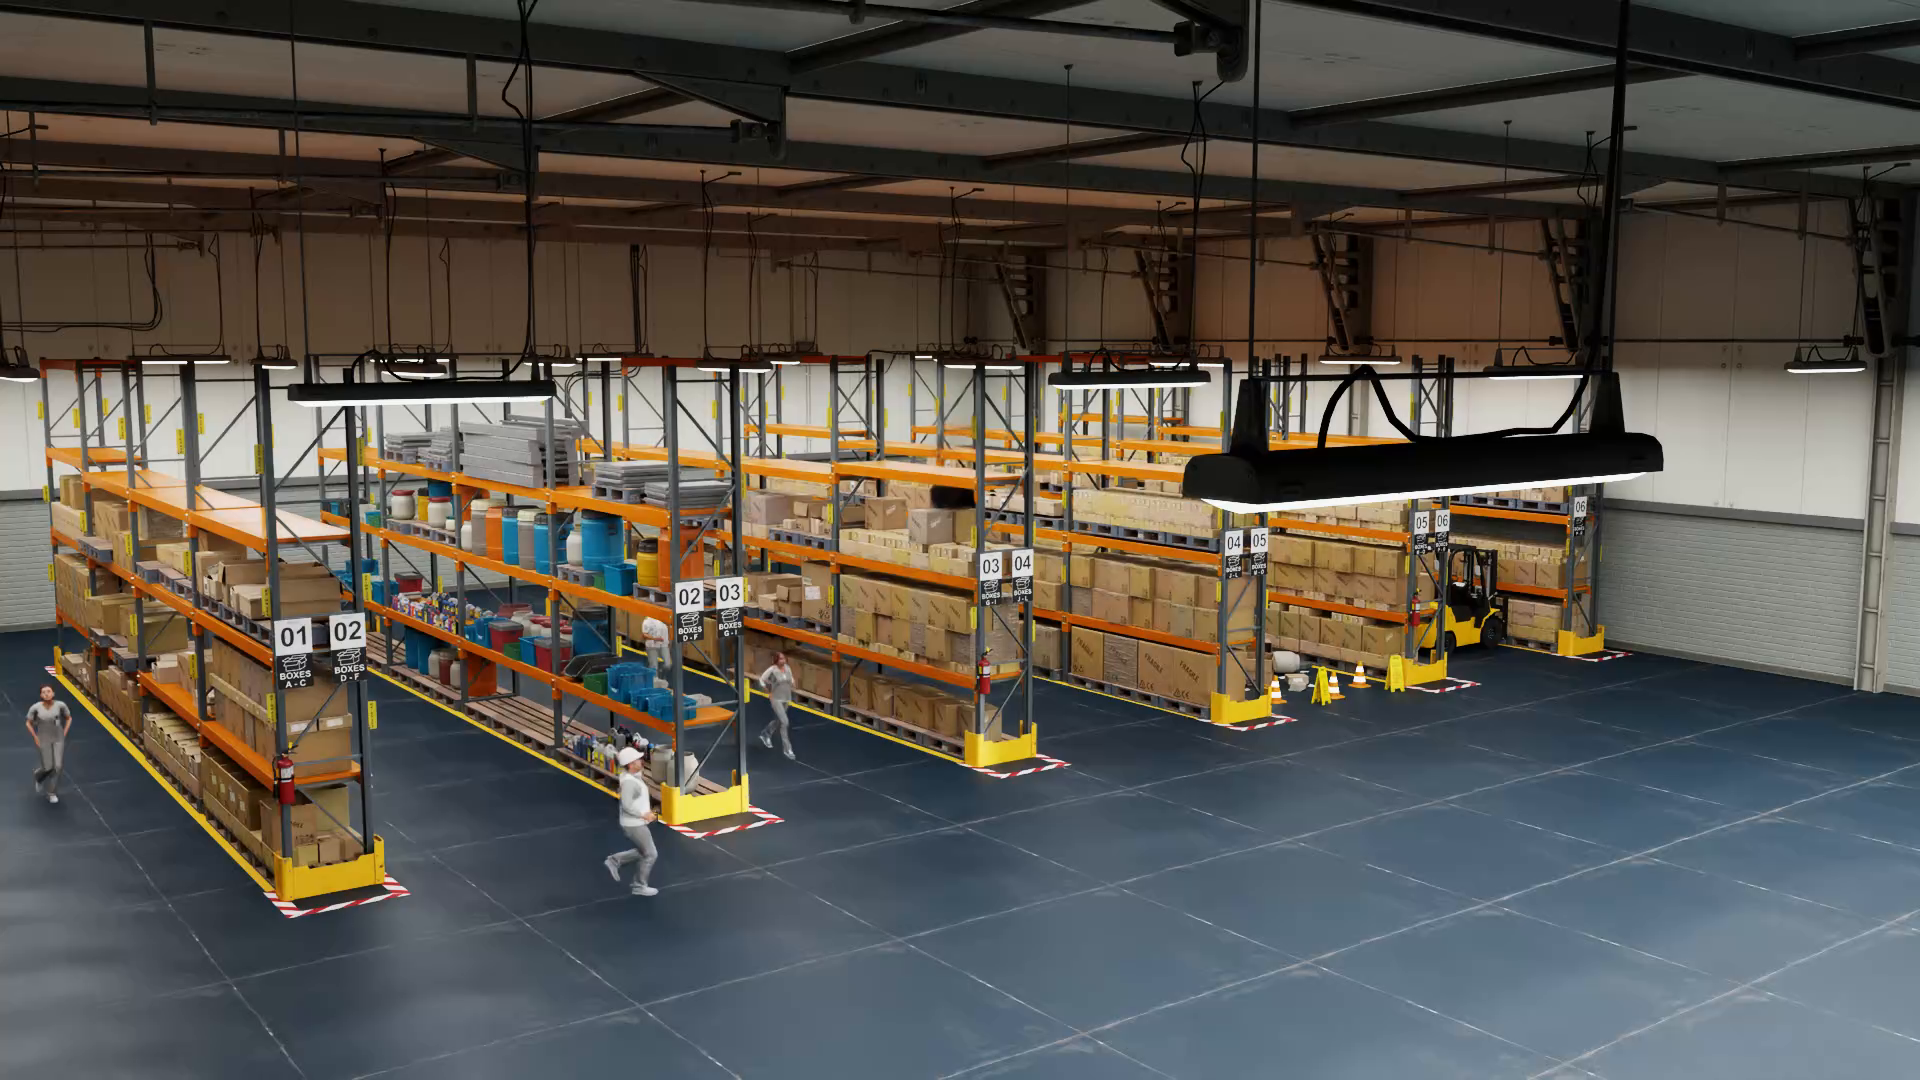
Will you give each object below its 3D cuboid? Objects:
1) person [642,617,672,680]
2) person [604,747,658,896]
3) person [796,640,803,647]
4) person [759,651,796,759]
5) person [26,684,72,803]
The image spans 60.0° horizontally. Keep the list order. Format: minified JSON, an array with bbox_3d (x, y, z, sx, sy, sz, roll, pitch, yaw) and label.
[{"bbox_3d":[-5.414,1.932,29.925,0.592,1.629,0.577,-5,8,-35],"label":"person"},{"bbox_3d":[-3.761,3.216,18.948,0.599,1.734,0.660,-2,7,-13],"label":"person"},{"bbox_3d":[-3.320,1.554,33.286,0.586,1.621,0.566,-6,9,-41],"label":"person"},{"bbox_3d":[-2.764,2.499,25.451,0.813,1.597,0.522,6,9,42],"label":"person"},{"bbox_3d":[-12.536,2.783,22.934,0.560,1.639,0.603,-5,9,-37],"label":"person"}]
